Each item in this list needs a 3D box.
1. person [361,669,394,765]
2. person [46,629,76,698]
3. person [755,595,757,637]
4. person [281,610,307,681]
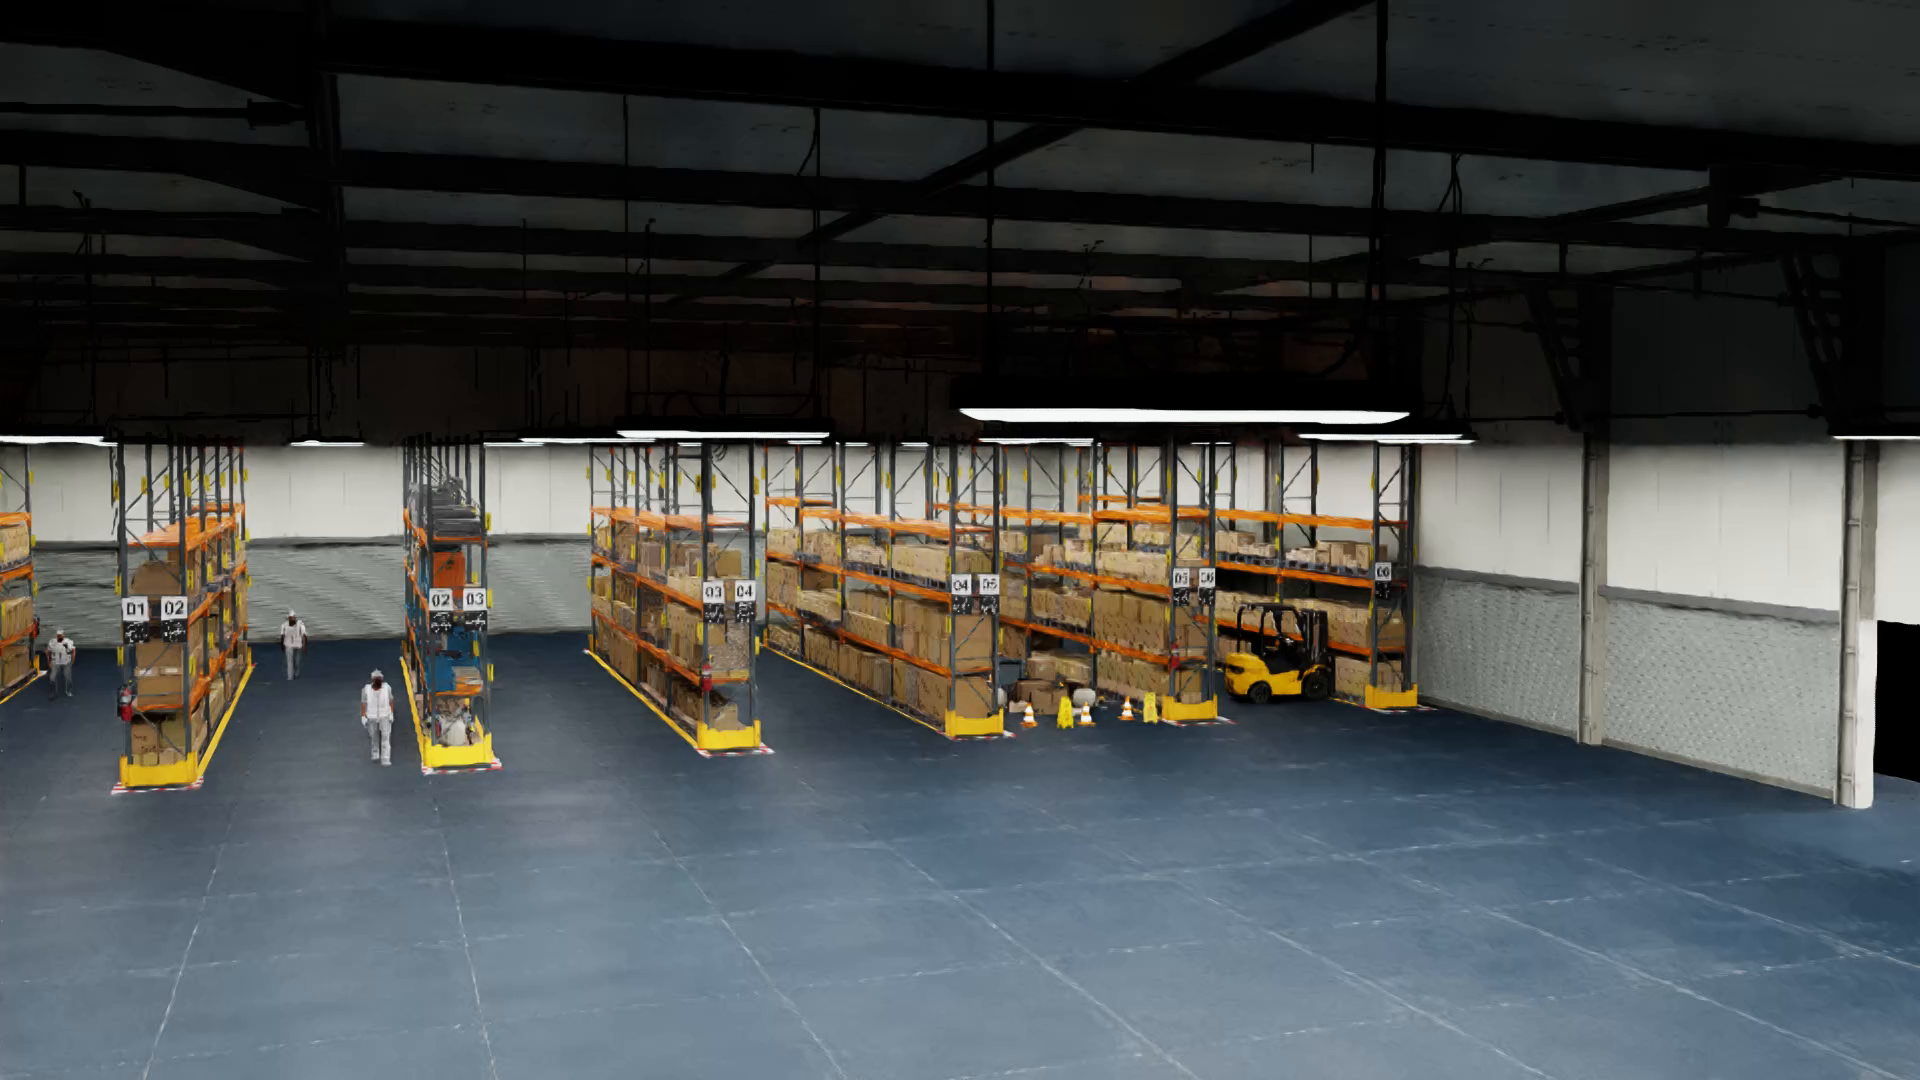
[{"bbox_3d":[-10.548,3.181,30.101,0.568,1.703,1.106,-1,3,-16],"label":"person"},{"bbox_3d":[-20.560,2.818,38.031,0.625,1.611,0.582,-1,3,-23],"label":"person"},{"bbox_3d":[-6.258,2.107,49.209,0.646,1.756,0.387,3,4,42],"label":"person"},{"bbox_3d":[-16.465,2.589,41.104,0.591,1.716,1.042,-1,3,-21],"label":"person"}]
